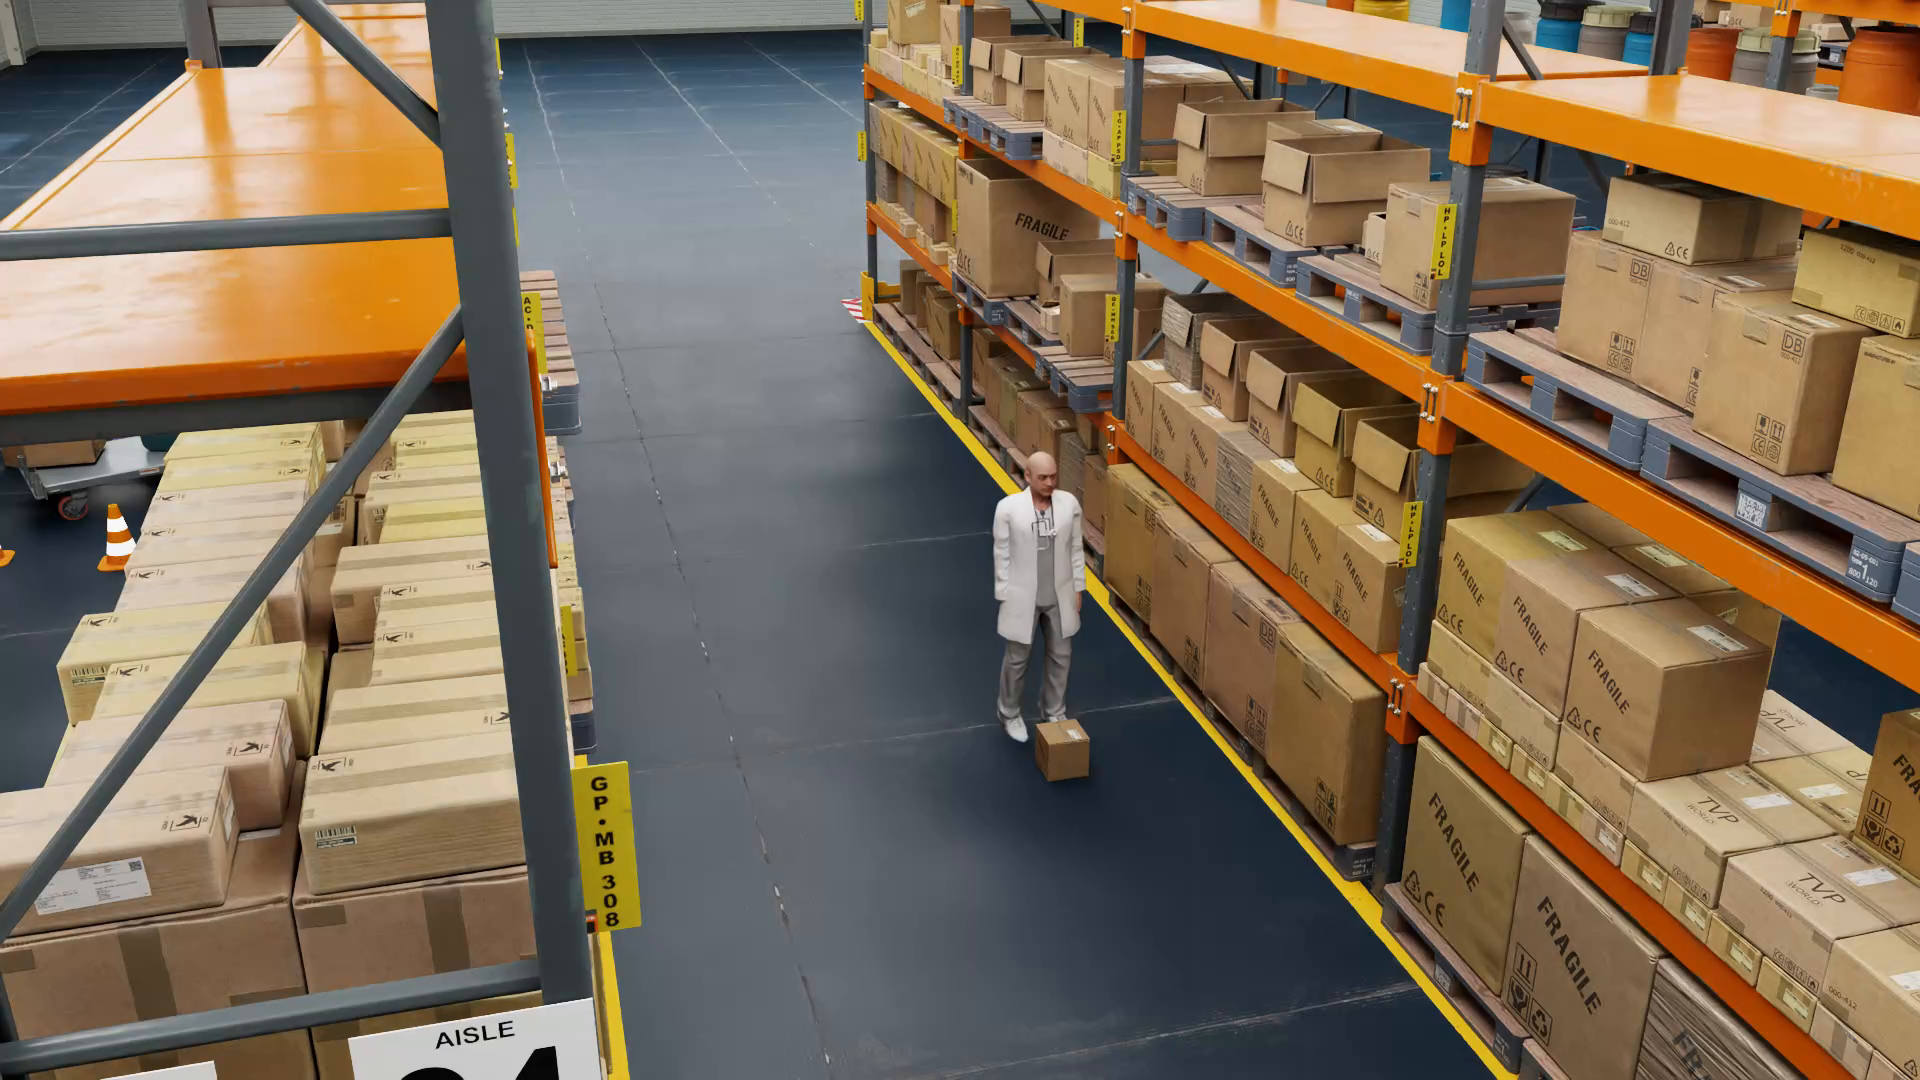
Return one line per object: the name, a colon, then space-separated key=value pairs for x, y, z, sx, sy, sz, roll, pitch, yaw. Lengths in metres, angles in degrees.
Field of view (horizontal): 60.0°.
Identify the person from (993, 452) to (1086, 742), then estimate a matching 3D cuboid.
person: x=0.484 y=0.348 z=9.905 sx=0.563 sy=1.807 sz=0.424 roll=-6 pitch=23 yaw=-13
